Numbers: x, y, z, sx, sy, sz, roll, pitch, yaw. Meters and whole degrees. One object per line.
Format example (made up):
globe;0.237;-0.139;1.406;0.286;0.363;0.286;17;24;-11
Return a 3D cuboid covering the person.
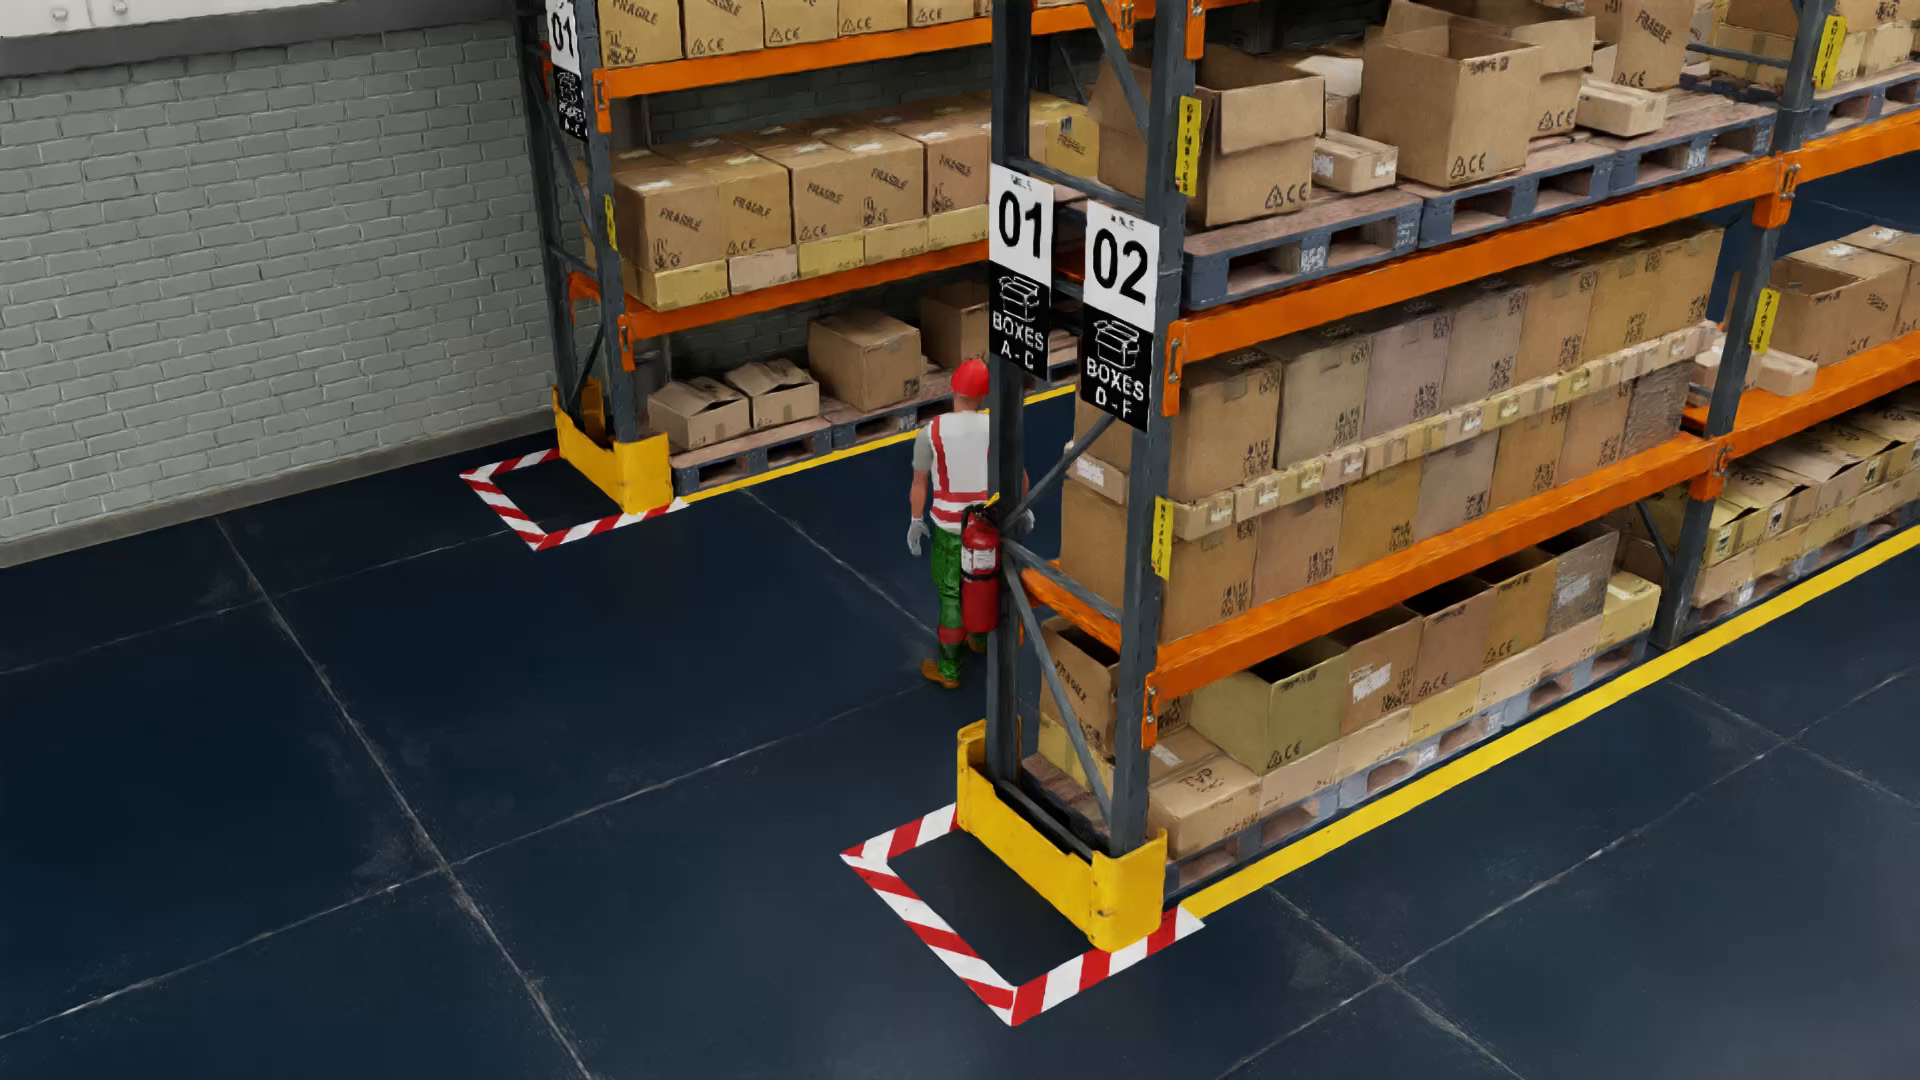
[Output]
person;0.053;-0.126;8.817;0.687;1.785;0.615;-3;29;-6
